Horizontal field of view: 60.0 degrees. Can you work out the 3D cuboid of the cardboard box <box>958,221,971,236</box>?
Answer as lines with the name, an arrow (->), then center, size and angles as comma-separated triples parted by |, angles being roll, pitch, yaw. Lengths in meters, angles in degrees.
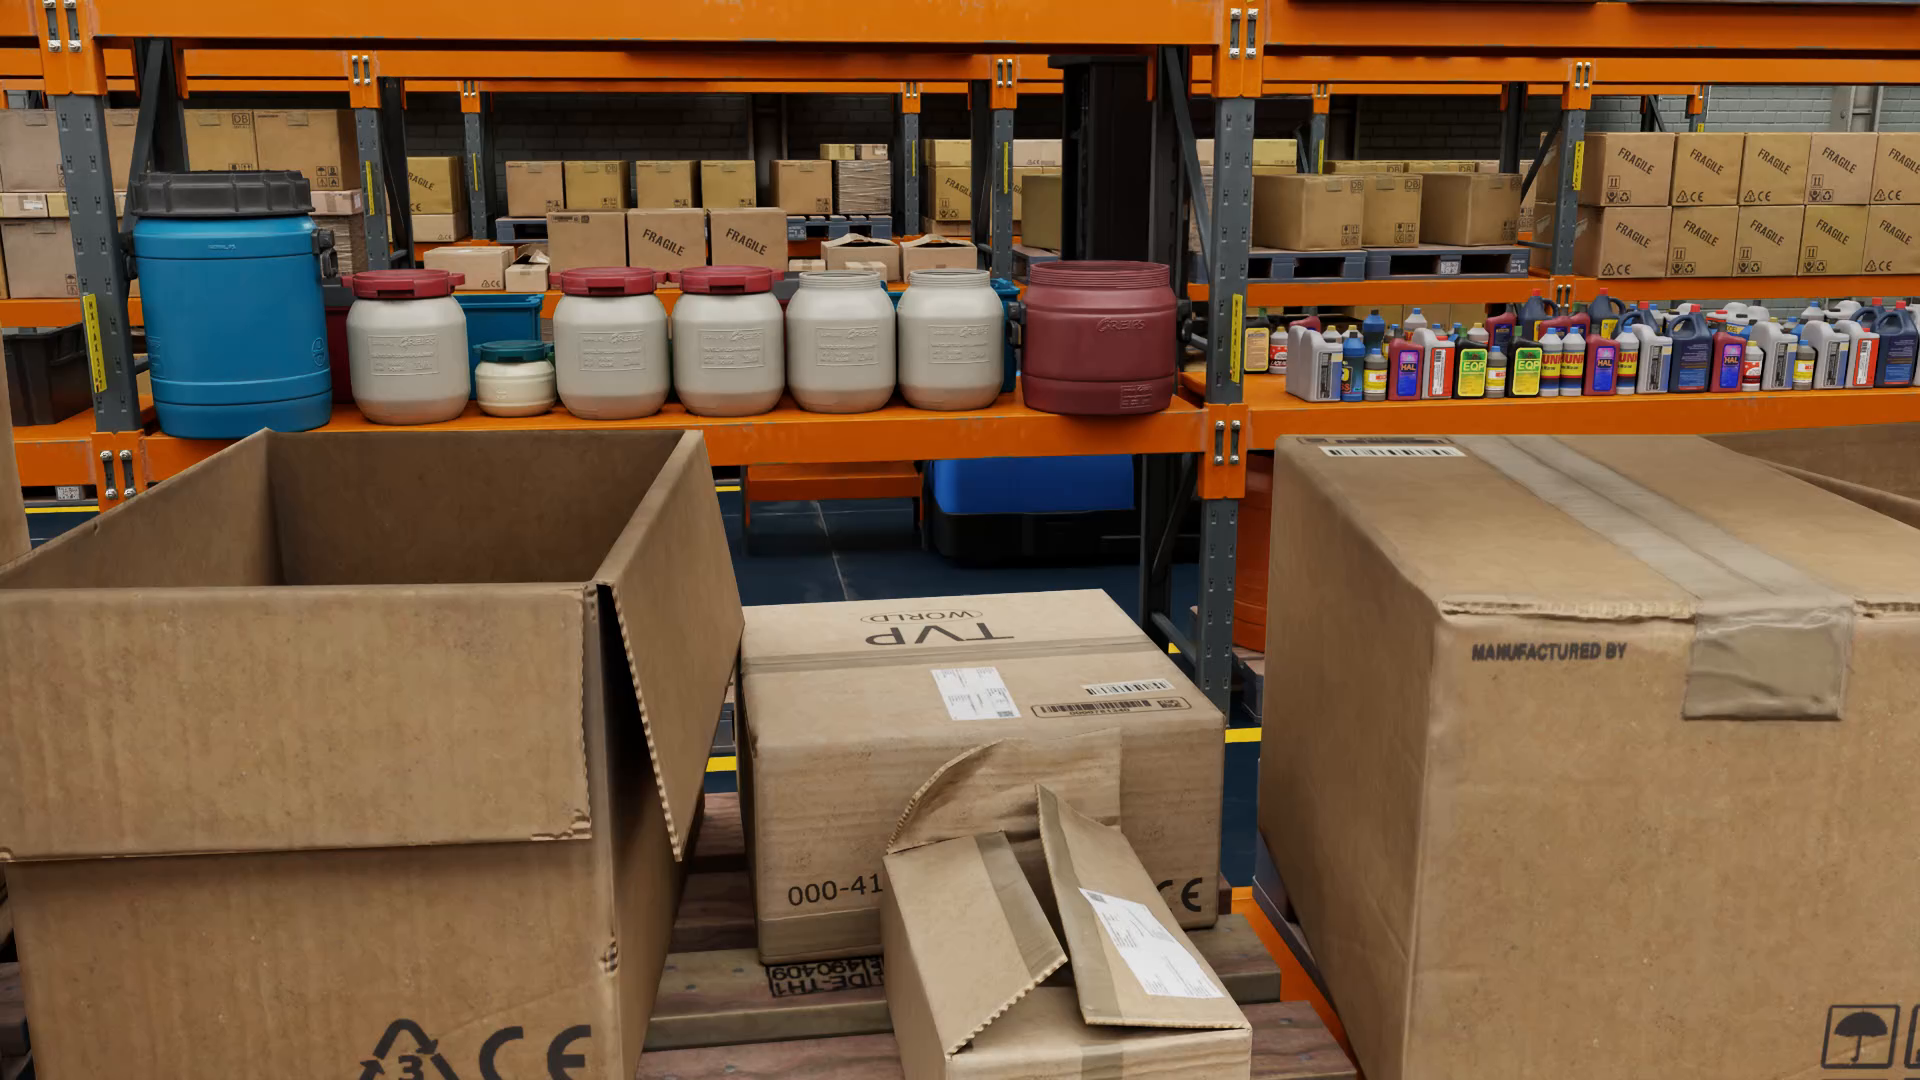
cardboard box -> 0.082, -3.045, 16.172 | 0.250, 0.149, 0.380 | -2, 14, -8

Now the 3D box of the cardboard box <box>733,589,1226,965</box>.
cardboard box -> -0.006, 0.255, 1.983 | 0.500, 0.250, 0.500 | -3, 14, -10

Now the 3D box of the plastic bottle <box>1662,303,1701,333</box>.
plastic bottle -> 3.243, -0.928, 7.512 | 0.135, 0.276, 0.152 | -2, 14, -8

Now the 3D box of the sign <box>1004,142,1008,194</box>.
sign -> 0.299, -2.430, 10.867 | 0.005, 0.325, 0.100 | -2, 14, -8

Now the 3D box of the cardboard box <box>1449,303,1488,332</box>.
cardboard box -> 5.187, -2.368, 17.272 | 0.500, 0.500, 0.700 | -2, 14, -7

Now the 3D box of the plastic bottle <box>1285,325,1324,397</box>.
plastic bottle -> 1.401, -0.725, 6.701 | 0.135, 0.276, 0.152 | -2, 14, -8

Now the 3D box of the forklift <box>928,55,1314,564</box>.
forklift -> 1.337, -1.428, 9.391 | 3.031, 2.935, 1.130 | -2, 14, -7

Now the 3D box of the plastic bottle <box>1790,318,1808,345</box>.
plastic bottle -> 3.531, -0.794, 6.986 | 0.097, 0.271, 0.097 | 0, 14, 0

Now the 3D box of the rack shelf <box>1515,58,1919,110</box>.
rack shelf -> 6.146, -3.326, 12.129 | 4.000, 0.370, 1.077 | -2, 14, -8

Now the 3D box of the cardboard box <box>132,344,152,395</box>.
cardboard box -> -5.158, -0.987, 10.740 | 0.500, 0.500, 0.500 | -2, 14, -8

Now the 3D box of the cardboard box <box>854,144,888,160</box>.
cardboard box -> -0.865, -3.750, 16.067 | 0.250, 0.149, 0.380 | -4, 15, -16

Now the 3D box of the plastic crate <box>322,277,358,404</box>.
plastic crate -> -2.575, -0.788, 6.565 | 0.583, 0.464, 0.402 | -2, 14, -8

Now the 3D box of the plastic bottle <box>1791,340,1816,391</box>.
plastic bottle -> 3.457, -0.720, 6.835 | 0.097, 0.201, 0.097 | 0, 14, 0

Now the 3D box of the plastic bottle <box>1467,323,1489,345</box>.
plastic bottle -> 2.303, -0.864, 7.411 | 0.097, 0.201, 0.097 | 0, 14, 0

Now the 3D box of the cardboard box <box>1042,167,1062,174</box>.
cardboard box -> 1.000, -3.387, 16.201 | 0.500, 0.500, 0.500 | -2, 14, -9

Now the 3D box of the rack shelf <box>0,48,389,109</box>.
rack shelf -> -5.720, -2.891, 10.395 | 4.000, 0.370, 1.077 | -2, 14, -8

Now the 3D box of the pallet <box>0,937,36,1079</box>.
pallet -> -1.493, 0.626, 1.453 | 1.213, 0.211, 1.003 | -2, 14, -8

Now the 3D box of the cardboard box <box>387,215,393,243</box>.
cardboard box -> -5.401, -2.880, 15.305 | 0.500, 0.250, 0.500 | -2, 14, -8

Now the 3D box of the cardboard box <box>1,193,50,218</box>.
cardboard box -> -5.757, -2.093, 10.364 | 0.250, 0.149, 0.380 | -2, 14, -8

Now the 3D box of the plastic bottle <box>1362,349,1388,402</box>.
plastic bottle -> 1.638, -0.653, 6.569 | 0.097, 0.201, 0.097 | 0, 14, 0

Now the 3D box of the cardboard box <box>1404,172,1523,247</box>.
cardboard box -> 3.667, -2.436, 12.200 | 0.500, 0.500, 0.700 | -7, 16, -27

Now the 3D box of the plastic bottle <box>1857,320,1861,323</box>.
plastic bottle -> 4.063, -0.892, 7.519 | 0.097, 0.201, 0.097 | 0, 14, 0

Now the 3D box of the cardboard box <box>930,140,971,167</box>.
cardboard box -> -0.013, -3.715, 15.970 | 0.500, 0.250, 0.500 | -2, 14, -7

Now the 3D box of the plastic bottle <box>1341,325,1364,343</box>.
plastic bottle -> 1.725, -0.843, 7.326 | 0.097, 0.201, 0.097 | 0, 14, 0

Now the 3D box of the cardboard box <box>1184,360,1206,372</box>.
cardboard box -> 1.719, -0.988, 11.730 | 0.500, 0.500, 0.500 | -2, 14, -9

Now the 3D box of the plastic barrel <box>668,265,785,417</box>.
plastic barrel -> -0.876, -0.756, 6.290 | 0.433, 0.535, 0.433 | 0, 14, 0

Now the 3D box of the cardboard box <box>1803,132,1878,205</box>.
cardboard box -> 6.205, -2.686, 12.006 | 0.500, 0.500, 0.500 | -2, 14, -7

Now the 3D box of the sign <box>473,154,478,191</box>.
sign -> -4.396, -3.338, 15.087 | 0.005, 0.325, 0.100 | -2, 14, -8

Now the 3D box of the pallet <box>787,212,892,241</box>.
pallet -> -1.217, -3.049, 16.108 | 1.003, 0.211, 1.213 | -2, 14, -8

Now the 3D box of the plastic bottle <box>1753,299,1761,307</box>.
plastic bottle -> 3.598, -0.956, 7.608 | 0.133, 0.283, 0.061 | -2, 14, -8

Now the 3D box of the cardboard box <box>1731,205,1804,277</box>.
cardboard box -> 5.714, -2.186, 12.065 | 0.500, 0.500, 0.500 | -2, 14, -9

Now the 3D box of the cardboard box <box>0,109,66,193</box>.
cardboard box -> -5.669, -2.463, 10.503 | 0.500, 0.500, 0.700 | -2, 14, -8

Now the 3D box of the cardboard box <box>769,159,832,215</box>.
cardboard box -> -1.540, -3.409, 16.040 | 0.500, 0.500, 0.700 | -3, 14, -14

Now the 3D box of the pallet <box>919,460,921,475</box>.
pallet -> -0.607, -0.629, 11.797 | 1.213, 0.211, 1.003 | -2, 14, -8

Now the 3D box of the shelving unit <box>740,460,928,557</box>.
shelving unit -> -0.733, -0.525, 9.504 | 1.048, 1.125, 0.538 | -2, 14, -7

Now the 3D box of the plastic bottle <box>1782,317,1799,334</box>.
plastic bottle -> 3.811, -0.920, 7.631 | 0.097, 0.201, 0.097 | 0, 14, 0

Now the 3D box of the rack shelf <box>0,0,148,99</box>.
rack shelf -> -4.986, -1.699, 5.643 | 4.000, 0.370, 1.077 | -2, 14, -8

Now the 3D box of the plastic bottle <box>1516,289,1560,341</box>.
plastic bottle -> 2.577, -0.941, 7.410 | 0.185, 0.351, 0.144 | -2, 14, -8

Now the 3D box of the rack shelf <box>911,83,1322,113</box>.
rack shelf -> 1.449, -4.372, 16.302 | 4.000, 0.370, 1.077 | -2, 14, -8

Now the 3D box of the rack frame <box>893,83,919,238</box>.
rack frame -> -0.529, -3.194, 16.290 | 0.127, 3.000, 1.000 | -2, 14, -8

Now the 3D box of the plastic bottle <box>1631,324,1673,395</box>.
plastic bottle -> 2.795, -0.739, 6.756 | 0.135, 0.276, 0.152 | -2, 14, -8

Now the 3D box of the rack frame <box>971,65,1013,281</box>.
rack frame -> 0.213, -2.002, 11.539 | 0.127, 3.000, 1.000 | -2, 14, -8

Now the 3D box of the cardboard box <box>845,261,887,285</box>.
cardboard box -> -0.635, -1.781, 11.175 | 0.250, 0.149, 0.380 | -2, 14, -8

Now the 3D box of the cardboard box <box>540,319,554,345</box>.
cardboard box -> -3.759, -2.080, 16.085 | 0.500, 0.500, 0.700 | -2, 14, -6

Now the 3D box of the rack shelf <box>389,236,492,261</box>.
rack shelf -> -6.462, -2.627, 15.511 | 4.000, 0.370, 1.077 | -2, 14, -8

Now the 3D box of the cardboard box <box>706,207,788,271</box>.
cardboard box -> -1.444, -1.986, 11.269 | 0.500, 0.500, 0.500 | -3, 14, -11

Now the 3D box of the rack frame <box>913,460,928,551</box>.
rack frame -> -0.229, -0.541, 9.568 | 0.032, 1.125, 0.500 | -2, 14, -7

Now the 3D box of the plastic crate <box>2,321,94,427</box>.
plastic crate -> -3.545, -0.647, 6.264 | 0.504, 0.338, 0.767 | -2, 14, -8

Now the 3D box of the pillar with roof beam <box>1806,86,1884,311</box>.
pillar with roof beam -> 10.564, -5.664, 13.807 | 0.400, 9.000, 9.100 | -2, 14, -8

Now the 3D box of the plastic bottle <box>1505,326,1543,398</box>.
plastic bottle -> 2.248, -0.711, 6.630 | 0.133, 0.283, 0.061 | -2, 14, -8
